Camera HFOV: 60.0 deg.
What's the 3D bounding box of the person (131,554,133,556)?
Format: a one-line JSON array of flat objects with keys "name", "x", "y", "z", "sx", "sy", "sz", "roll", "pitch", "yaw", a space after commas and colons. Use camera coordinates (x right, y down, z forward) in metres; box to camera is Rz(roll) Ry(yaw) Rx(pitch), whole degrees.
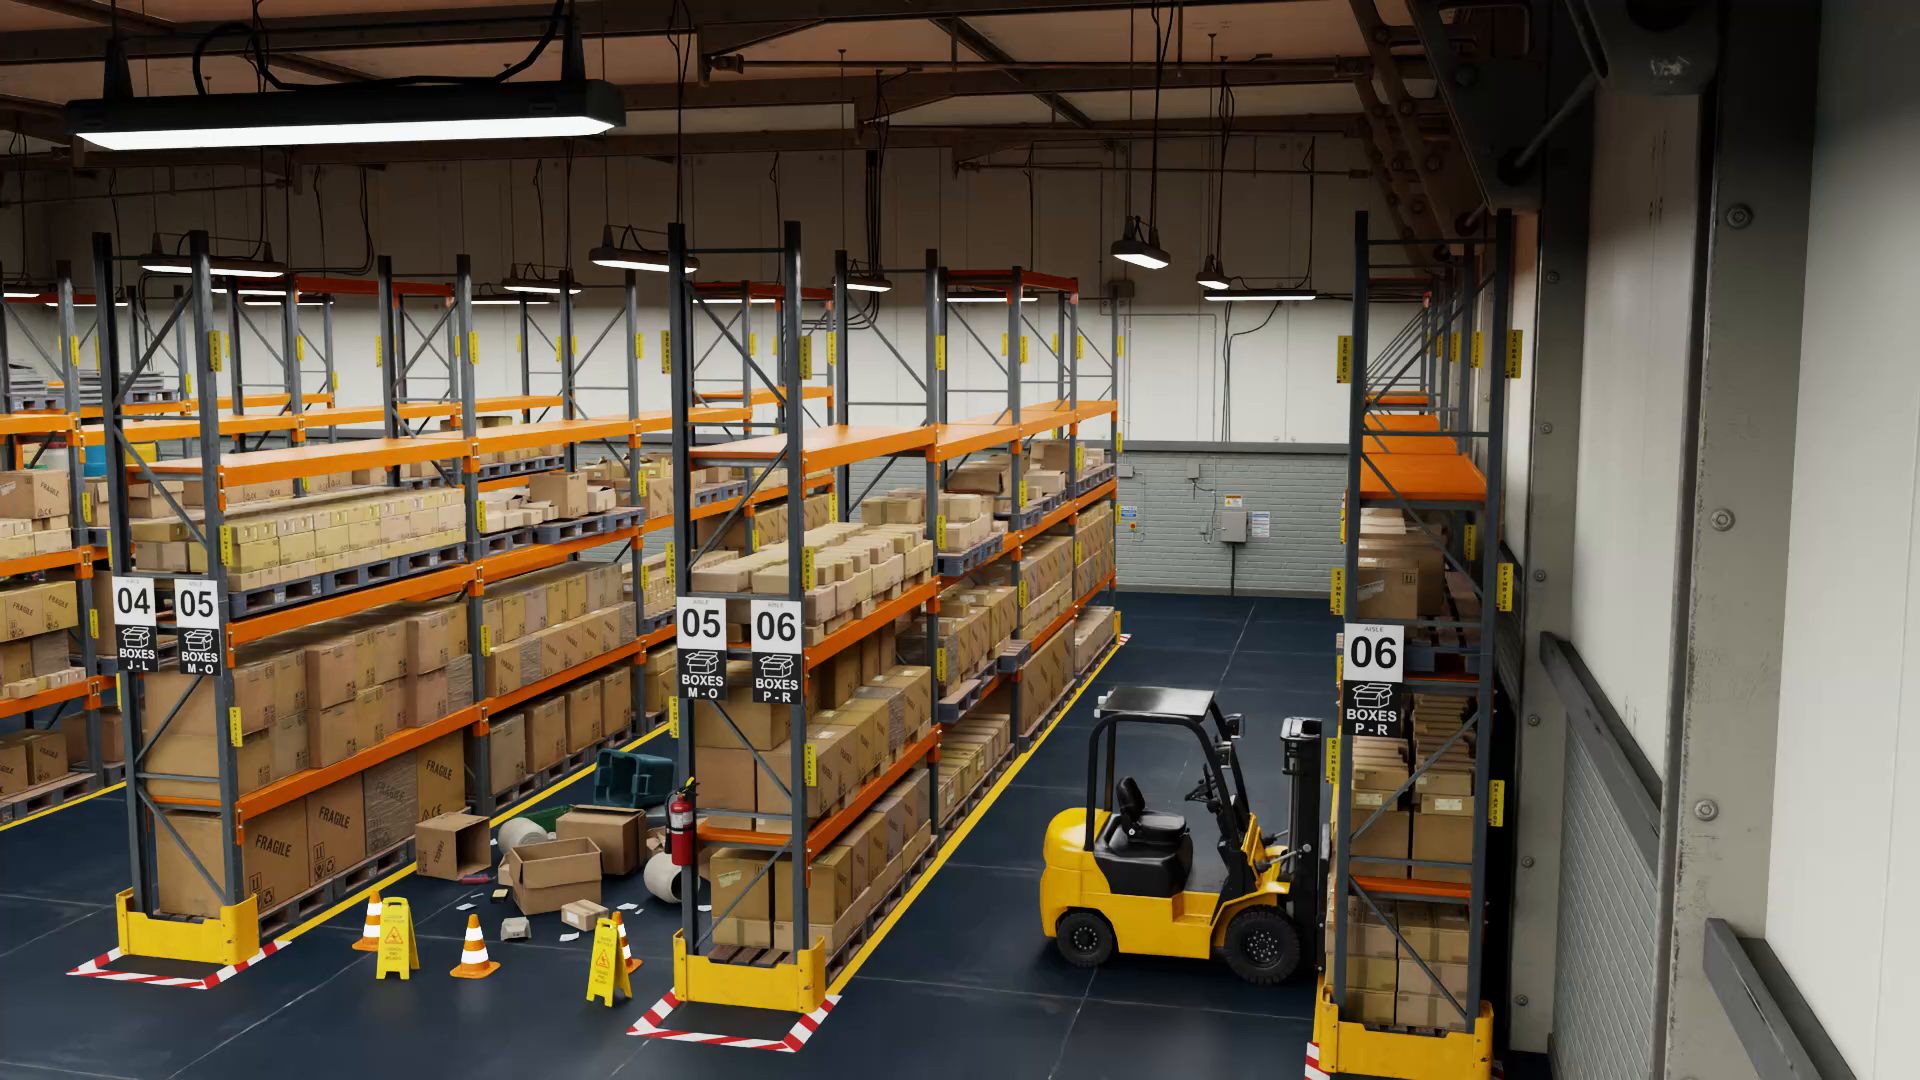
[{"name": "person", "x": -15.549, "y": 0.530, "z": 31.614, "sx": 0.415, "sy": 1.553, "sz": 0.768, "roll": 1, "pitch": 7, "yaw": 11}]
